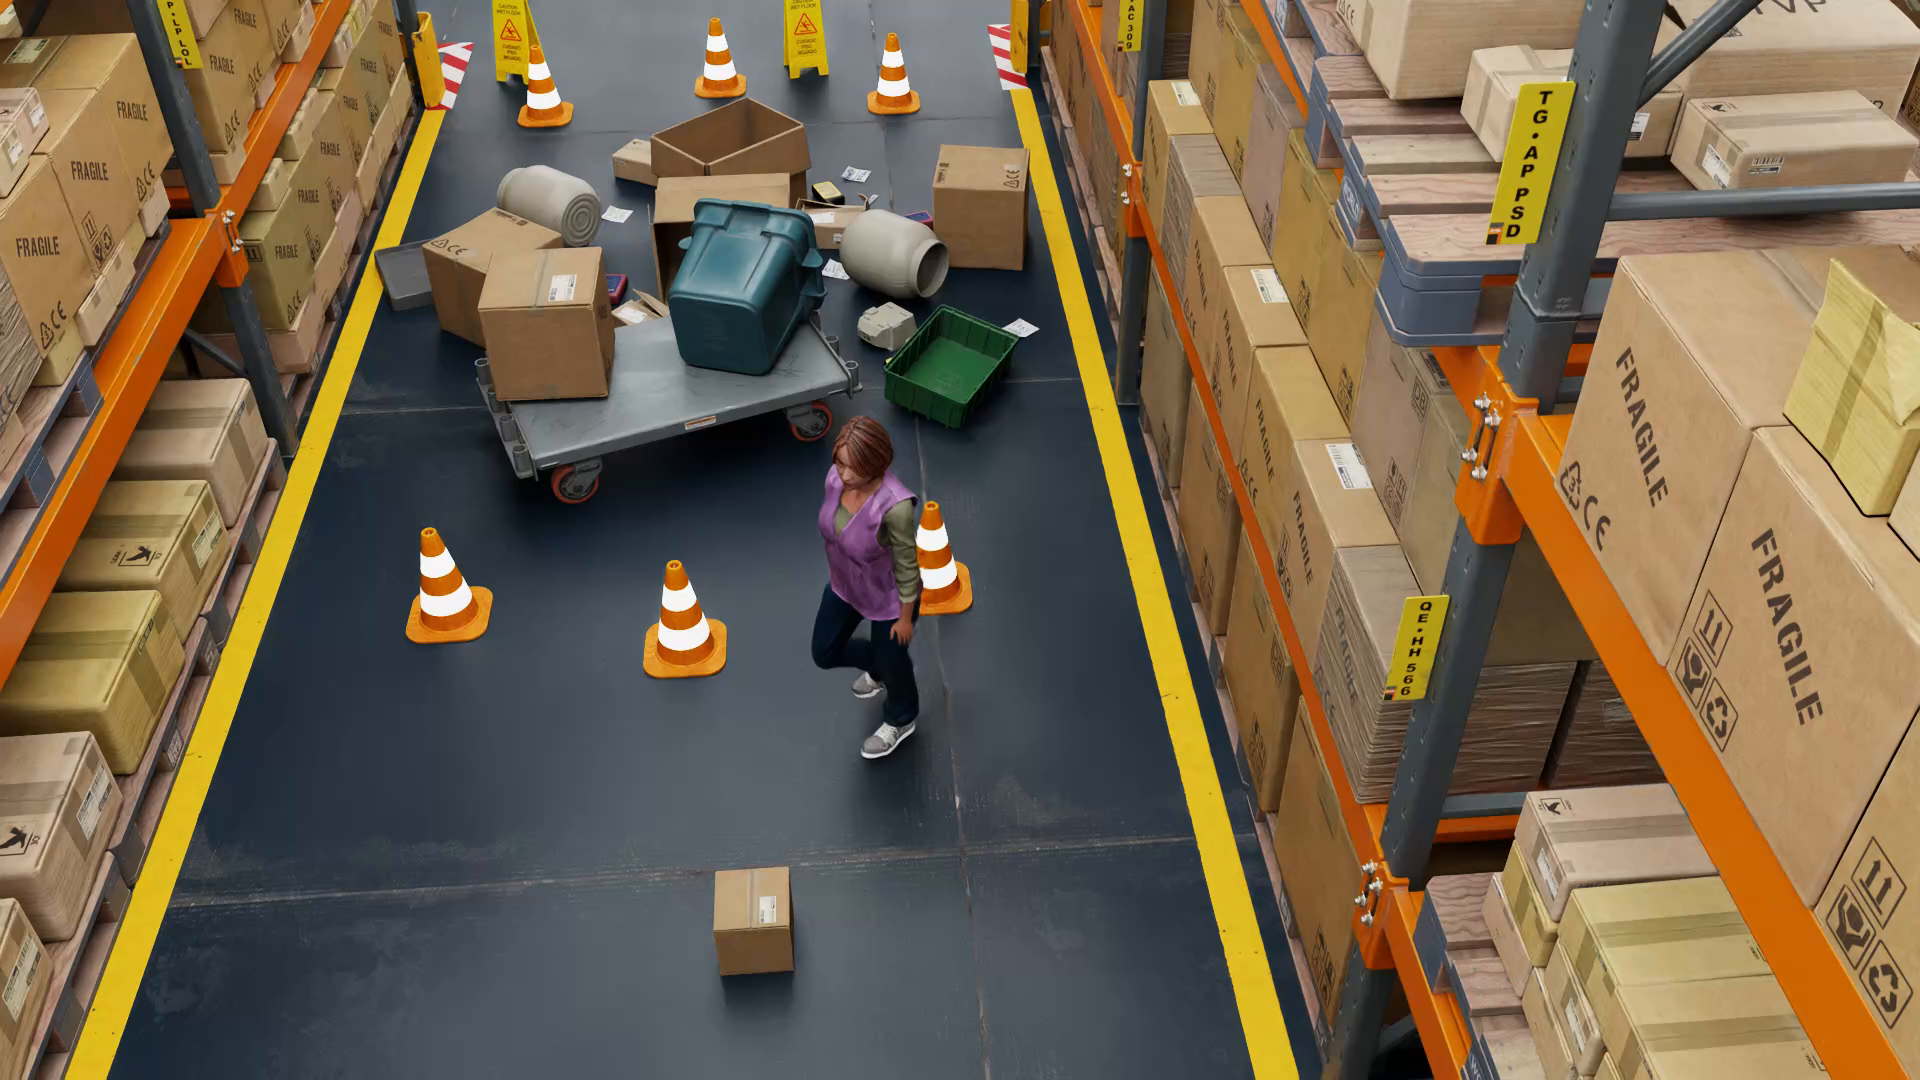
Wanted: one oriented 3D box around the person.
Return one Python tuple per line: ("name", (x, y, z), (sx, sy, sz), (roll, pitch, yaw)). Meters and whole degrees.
("person", (-0.287, 0.166, 5.941), (0.474, 1.592, 0.443), (31, 49, 32))
